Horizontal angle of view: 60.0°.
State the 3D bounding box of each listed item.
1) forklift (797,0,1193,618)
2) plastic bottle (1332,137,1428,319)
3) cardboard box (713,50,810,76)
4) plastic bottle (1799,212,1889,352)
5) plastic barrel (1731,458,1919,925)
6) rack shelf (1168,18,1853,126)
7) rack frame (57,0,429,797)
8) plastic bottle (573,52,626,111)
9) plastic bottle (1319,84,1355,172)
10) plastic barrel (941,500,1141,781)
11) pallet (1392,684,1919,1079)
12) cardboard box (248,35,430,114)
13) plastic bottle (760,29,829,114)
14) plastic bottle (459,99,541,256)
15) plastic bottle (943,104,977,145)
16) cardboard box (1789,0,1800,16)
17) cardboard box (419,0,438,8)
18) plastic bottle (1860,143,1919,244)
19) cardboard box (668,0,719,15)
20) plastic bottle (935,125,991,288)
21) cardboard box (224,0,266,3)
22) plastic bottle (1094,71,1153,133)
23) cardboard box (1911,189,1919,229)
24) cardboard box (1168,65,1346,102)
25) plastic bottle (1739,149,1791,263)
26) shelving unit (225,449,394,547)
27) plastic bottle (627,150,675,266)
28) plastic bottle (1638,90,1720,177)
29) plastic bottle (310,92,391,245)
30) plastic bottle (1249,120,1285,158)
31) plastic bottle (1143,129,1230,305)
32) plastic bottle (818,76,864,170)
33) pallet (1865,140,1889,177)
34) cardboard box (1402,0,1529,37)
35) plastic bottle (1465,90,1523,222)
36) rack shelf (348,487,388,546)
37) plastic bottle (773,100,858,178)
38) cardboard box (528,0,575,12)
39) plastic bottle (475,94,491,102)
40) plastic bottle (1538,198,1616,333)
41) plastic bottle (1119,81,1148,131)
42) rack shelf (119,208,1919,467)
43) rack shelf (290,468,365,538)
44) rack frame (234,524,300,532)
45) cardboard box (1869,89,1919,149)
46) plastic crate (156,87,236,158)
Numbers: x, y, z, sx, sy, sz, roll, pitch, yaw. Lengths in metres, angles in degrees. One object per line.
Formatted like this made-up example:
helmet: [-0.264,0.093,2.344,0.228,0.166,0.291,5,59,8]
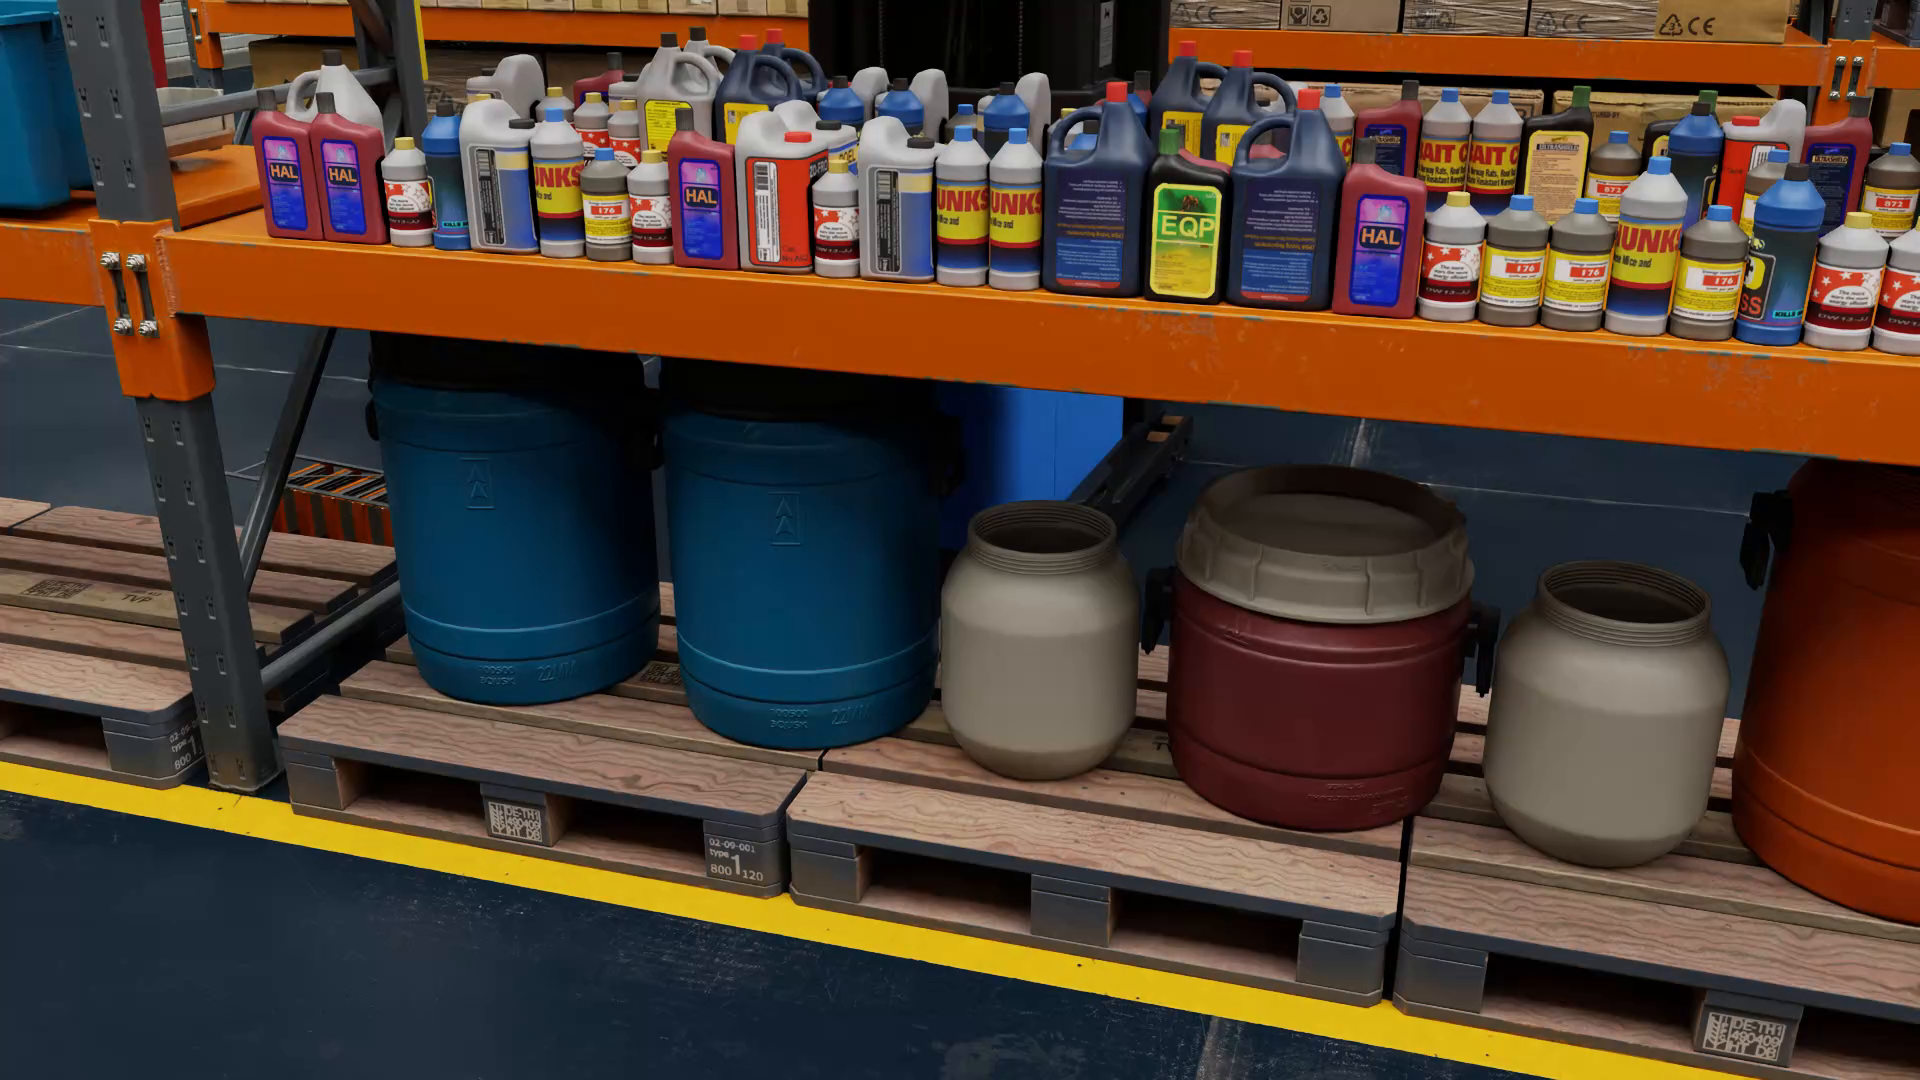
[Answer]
forklift: [0.195,-1.619,5.355,1.130,2.935,3.031,8,24,19]
plastic bottle: [0.686,-0.507,2.708,0.133,0.283,0.061,7,23,16]
cardboard box: [-0.717,-2.098,8.677,0.875,0.875,0.875,7,23,16]
plastic bottle: [1.361,-0.400,2.553,0.097,0.201,0.097,0,22,0]
plastic barrel: [1.817,0.215,3.098,0.708,0.830,0.600,7,23,16]
rack shelf: [1.807,-2.233,7.709,4.000,0.370,1.077,7,23,16]
rack frame: [-1.539,-0.985,3.720,0.127,3.000,1.000,7,23,16]
plastic bottle: [-0.833,-0.997,3.901,0.133,0.283,0.061,7,23,16]
plastic bottle: [0.761,-0.801,3.441,0.097,0.271,0.097,0,22,0]
plastic barrel: [0.170,0.209,3.532,0.421,0.512,0.421,0,22,0]
pallet: [1.524,0.672,3.354,1.213,0.211,1.003,7,23,16]
cardboard box: [-3.302,-2.394,9.399,0.875,0.875,0.875,7,23,16]
plastic bottle: [-0.387,-0.960,3.724,0.185,0.351,0.144,7,23,16]
plastic bottle: [-0.855,-0.699,3.184,0.135,0.276,0.152,7,23,16]
plastic bottle: [0.012,-0.855,3.663,0.097,0.201,0.097,0,22,0]
cardboard box: [9.880,-6.631,20.058,0.625,0.625,0.875,6,23,13]
cardboard box: [-2.709,-2.836,8.563,0.250,0.149,0.380,6,23,14]
plastic bottle: [1.773,-0.653,3.172,0.097,0.201,0.097,0,22,0]
cardboard box: [-1.233,-2.668,8.152,0.250,0.149,0.380,7,23,17]
plastic bottle: [0.006,-0.587,2.918,0.097,0.271,0.097,0,22,0]
cardboard box: [-3.693,-2.948,8.836,0.250,0.149,0.380,7,23,16]
plastic bottle: [0.350,-0.861,3.571,0.133,0.283,0.061,7,23,16]
cardboard box: [4.369,-1.327,7.267,0.500,0.500,0.700,5,23,13]
cardboard box: [1.366,-1.836,8.039,0.875,0.875,1.225,6,23,14]
plastic bottle: [1.509,-0.623,3.098,0.097,0.201,0.097,0,22,0]
shelving unit: [-1.805,-0.078,5.201,1.200,0.189,0.258,10,24,24]
plastic bottle: [-0.566,-0.620,3.091,0.097,0.201,0.097,0,22,0]
plastic bottle: [1.412,-0.740,3.275,0.133,0.283,0.061,7,23,16]
plastic bottle: [-1.183,-0.722,3.230,0.133,0.283,0.061,7,23,16]
plastic bottle: [0.551,-0.580,2.886,0.133,0.283,0.061,7,23,16]
plastic bottle: [0.381,-0.542,2.794,0.133,0.283,0.061,7,23,16]
plastic bottle: [-0.254,-0.857,3.577,0.097,0.271,0.097,0,22,0]
pallet: [5.984,-2.733,11.656,1.213,0.211,1.003,7,23,16]
cardboard box: [2.204,-2.469,7.205,0.500,0.500,0.500,6,23,14]
plastic bottle: [1.075,-0.765,3.353,0.097,0.271,0.097,0,22,0]
rack shelf: [-1.765,-0.071,5.183,0.103,0.180,0.258,10,24,24]
plastic bottle: [-0.275,-0.693,3.169,0.135,0.276,0.152,7,23,16]
cardboard box: [-1.968,-2.752,8.358,0.250,0.149,0.380,7,23,16]
plastic bottle: [-1.086,-0.920,3.823,0.097,0.201,0.097,0,22,0]
plastic bottle: [0.988,-0.442,2.657,0.097,0.201,0.097,0,22,0]
plastic bottle: [0.344,-0.825,3.498,0.097,0.271,0.097,0,22,0]
rack shelf: [0.376,-0.433,3.322,4.000,0.370,1.077,7,23,16]
rack shelf: [-1.980,-0.109,5.281,0.103,0.180,0.258,10,24,24]
rack frame: [-1.804,0.007,5.236,1.200,0.006,0.240,10,24,24]
cardboard box: [6.646,-3.097,11.278,0.750,0.750,1.050,7,23,16]
plastic crate: [-1.943,-0.994,4.009,0.243,0.136,0.396,7,23,16]
